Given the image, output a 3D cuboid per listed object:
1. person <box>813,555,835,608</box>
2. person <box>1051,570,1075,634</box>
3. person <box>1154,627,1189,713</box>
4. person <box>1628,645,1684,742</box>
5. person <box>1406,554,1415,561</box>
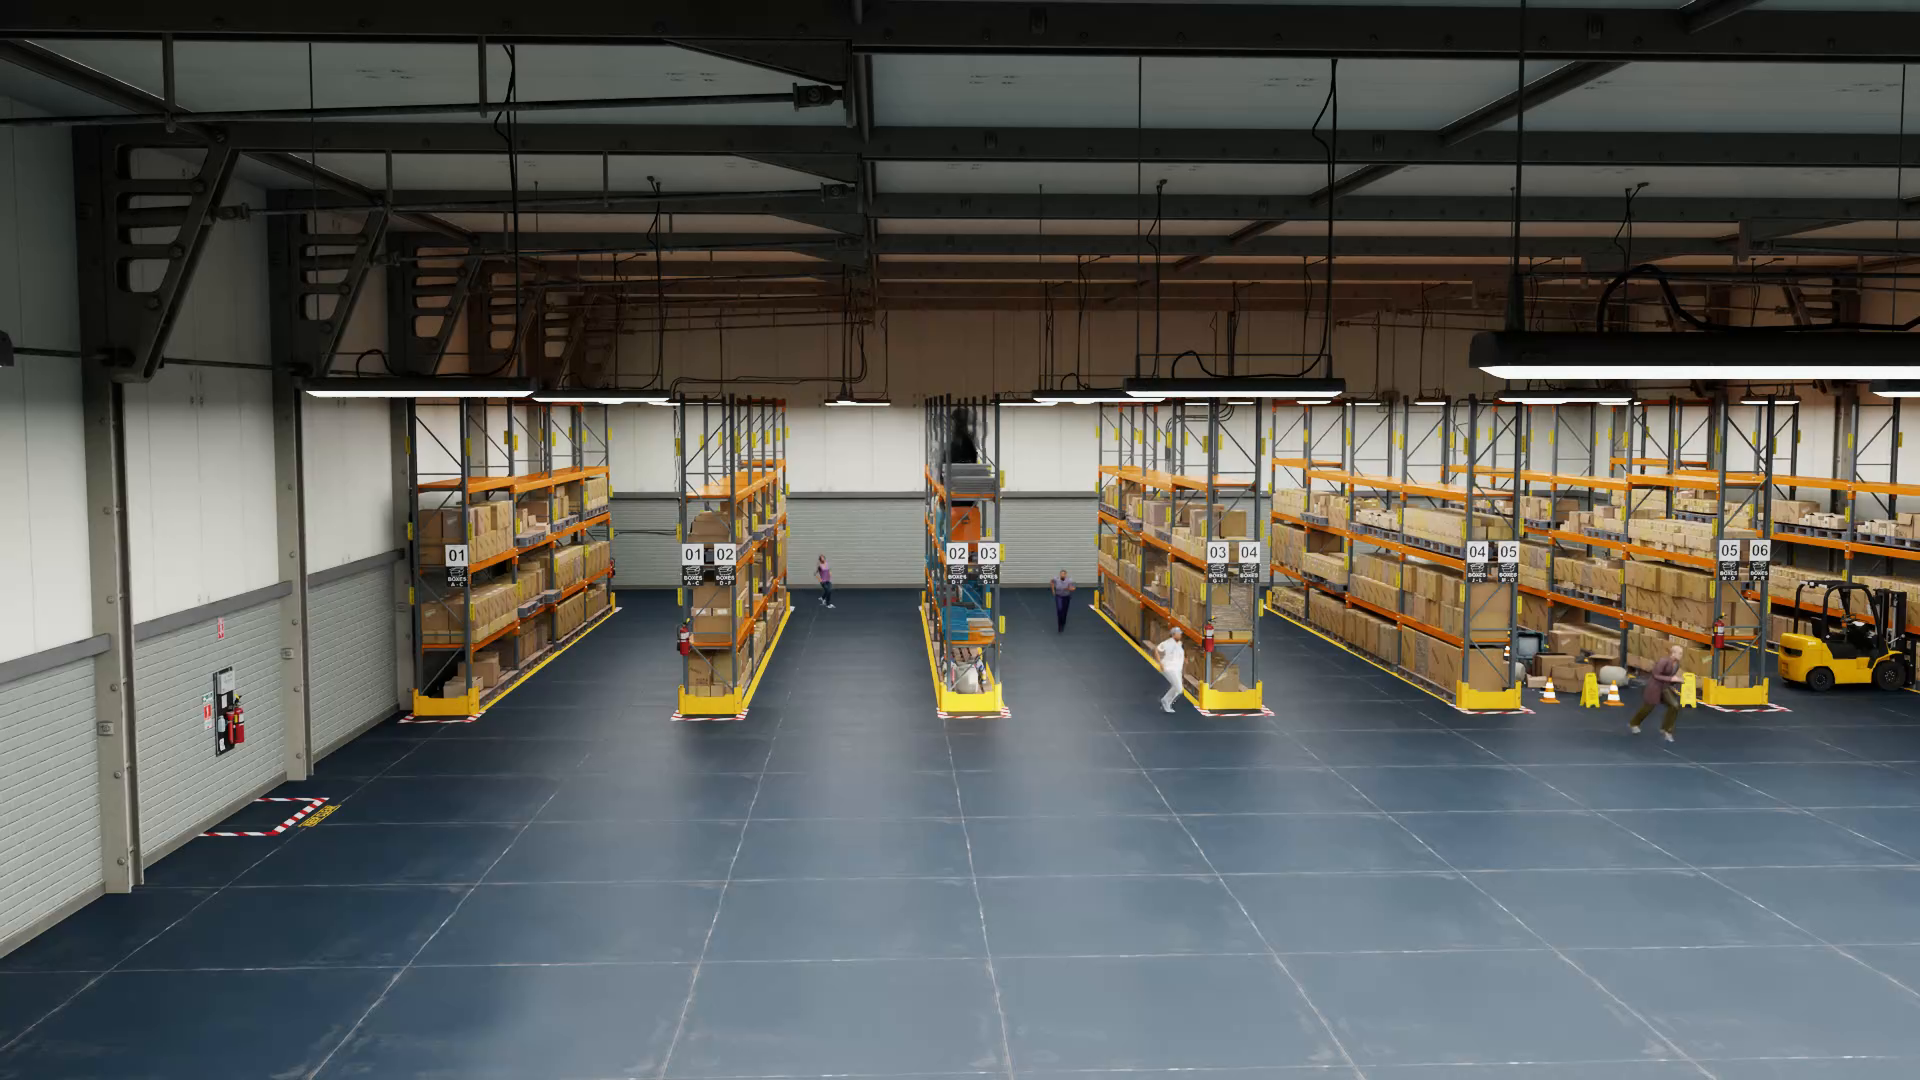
[{"bbox_3d":[-3.927,1.184,47.708,0.596,1.543,0.592,-4,6,-42],"label":"person"},{"bbox_3d":[2.634,1.565,42.688,0.600,1.640,0.919,0,5,-4],"label":"person"},{"bbox_3d":[4.027,2.450,31.251,0.610,1.633,0.608,4,6,40],"label":"person"},{"bbox_3d":[12.077,2.642,28.804,0.752,1.734,1.072,-3,5,-33],"label":"person"},{"bbox_3d":[13.328,0.981,49.274,0.765,1.645,0.642,0,5,-3],"label":"person"}]
